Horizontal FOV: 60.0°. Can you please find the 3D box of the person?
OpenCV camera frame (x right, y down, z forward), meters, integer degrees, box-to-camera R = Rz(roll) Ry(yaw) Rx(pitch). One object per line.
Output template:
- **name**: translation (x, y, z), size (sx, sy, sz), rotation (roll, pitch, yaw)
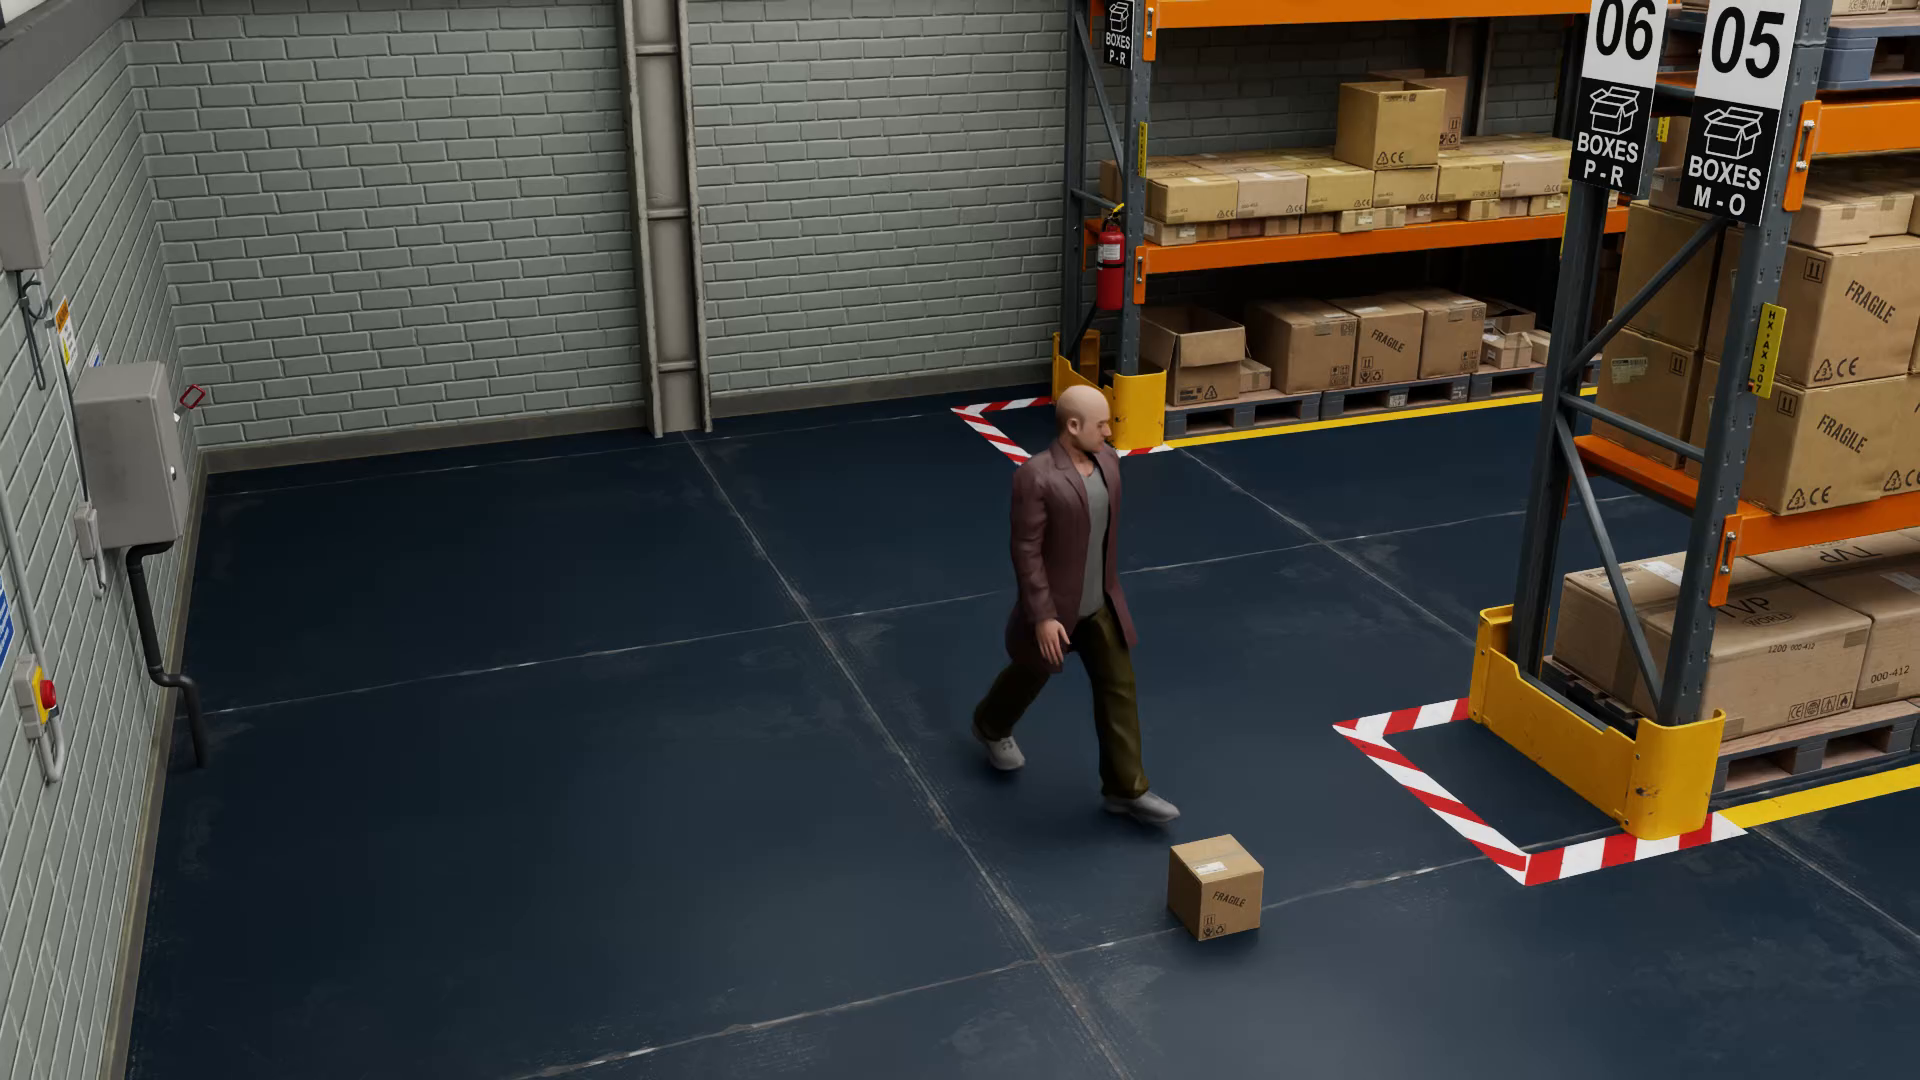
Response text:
- **person**: translation (0.443, 0.231, 6.561), size (0.601, 1.742, 1.081), rotation (-15, 27, -33)
